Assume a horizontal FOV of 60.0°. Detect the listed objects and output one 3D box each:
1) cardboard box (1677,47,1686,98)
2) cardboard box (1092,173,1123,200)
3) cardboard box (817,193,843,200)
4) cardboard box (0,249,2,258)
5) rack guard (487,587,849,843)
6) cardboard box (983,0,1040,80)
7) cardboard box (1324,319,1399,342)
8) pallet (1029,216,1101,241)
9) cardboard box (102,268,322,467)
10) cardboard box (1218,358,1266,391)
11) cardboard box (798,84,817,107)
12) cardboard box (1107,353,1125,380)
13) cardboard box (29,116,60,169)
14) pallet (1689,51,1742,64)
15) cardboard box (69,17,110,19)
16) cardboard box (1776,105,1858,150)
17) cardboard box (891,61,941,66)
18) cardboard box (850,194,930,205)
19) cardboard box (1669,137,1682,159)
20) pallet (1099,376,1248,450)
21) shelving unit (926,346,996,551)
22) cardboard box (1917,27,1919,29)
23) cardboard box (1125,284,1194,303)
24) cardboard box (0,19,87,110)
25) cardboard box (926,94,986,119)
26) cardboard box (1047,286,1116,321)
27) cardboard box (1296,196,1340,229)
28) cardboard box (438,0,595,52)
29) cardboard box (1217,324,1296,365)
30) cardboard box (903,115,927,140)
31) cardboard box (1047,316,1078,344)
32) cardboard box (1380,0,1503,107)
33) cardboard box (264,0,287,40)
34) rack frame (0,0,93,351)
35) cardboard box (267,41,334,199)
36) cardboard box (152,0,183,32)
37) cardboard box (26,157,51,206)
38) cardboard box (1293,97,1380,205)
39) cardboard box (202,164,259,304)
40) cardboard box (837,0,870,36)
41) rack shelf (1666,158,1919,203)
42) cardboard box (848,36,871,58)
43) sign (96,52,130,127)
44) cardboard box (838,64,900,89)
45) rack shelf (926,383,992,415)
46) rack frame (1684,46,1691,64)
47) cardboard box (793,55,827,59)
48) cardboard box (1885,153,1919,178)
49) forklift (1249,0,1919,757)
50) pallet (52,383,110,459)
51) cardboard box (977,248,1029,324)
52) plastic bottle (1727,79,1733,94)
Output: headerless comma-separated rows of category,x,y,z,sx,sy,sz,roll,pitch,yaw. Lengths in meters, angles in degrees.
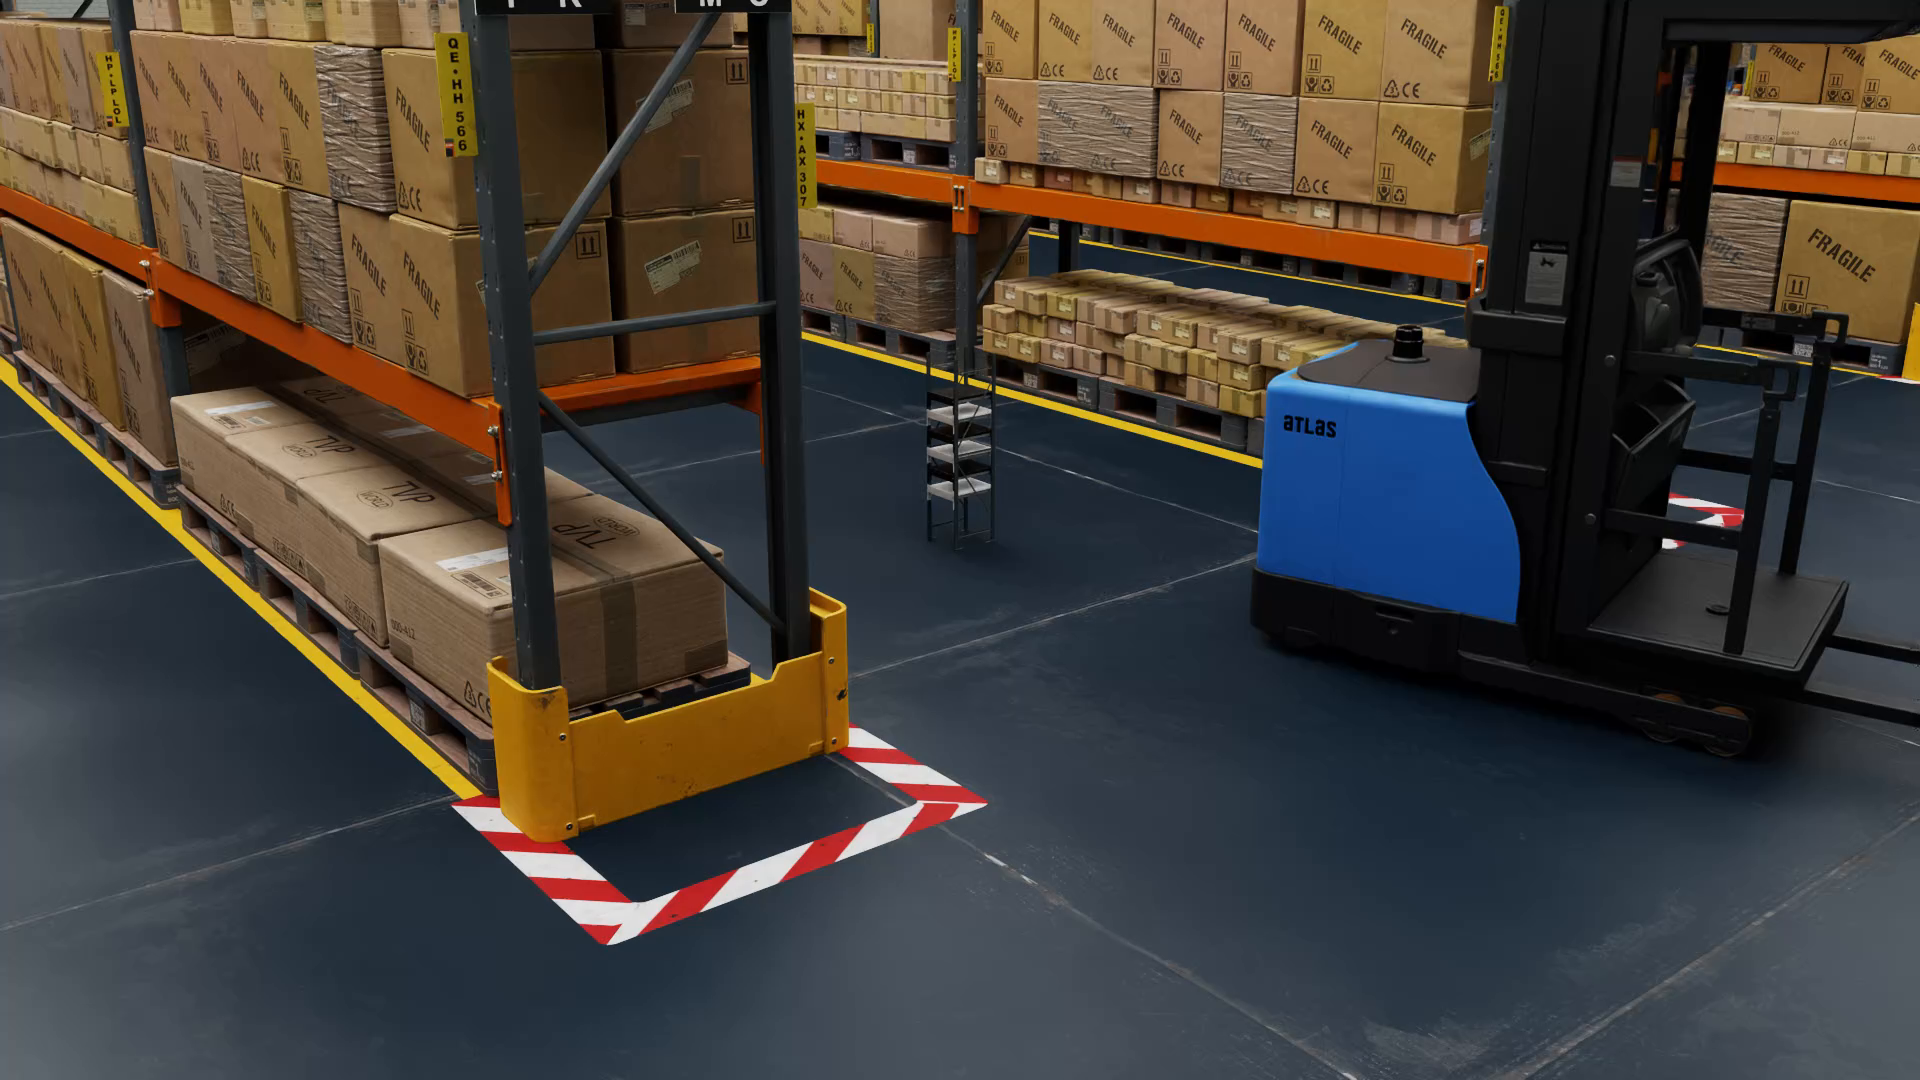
cardboard box,5.073,-3.580,12.476,0.500,0.500,0.500,-15,23,-38
cardboard box,1.013,-2.129,9.919,0.380,0.149,0.250,-13,23,-35
cardboard box,-1.234,-2.517,12.808,0.500,0.250,0.500,-14,23,-36
cardboard box,-7.176,-2.085,12.901,0.950,0.372,0.625,-13,22,-34
rack guard,-0.920,0.540,5.437,1.175,0.500,0.348,-14,23,-36
cardboard box,0.488,-3.134,10.332,0.500,0.500,0.500,-13,23,-35
cardboard box,2.283,-1.144,9.467,0.380,0.149,0.250,-15,24,-39
pallet,1.382,-3.427,17.877,1.003,0.211,1.213,-14,23,-36
cardboard box,-3.866,-0.966,8.721,0.875,0.875,0.875,-13,22,-34
cardboard box,1.675,-0.958,9.378,0.380,0.149,0.250,-14,23,-35
cardboard box,-0.971,-3.295,12.301,0.380,0.149,0.250,-13,22,-34
cardboard box,1.125,-1.094,10.262,0.380,0.149,0.250,-15,24,-38
cardboard box,-4.857,-2.237,9.289,0.500,0.250,0.500,-13,23,-35
pallet,12.254,-7.847,27.094,1.003,0.211,1.213,-14,23,-36
cardboard box,-5.376,-3.070,10.612,0.500,0.500,0.500,-15,23,-38
cardboard box,6.010,-2.850,11.462,0.500,0.250,0.500,-14,23,-37
cardboard box,-0.289,-3.497,12.437,0.380,0.149,0.250,-13,22,-34
cardboard box,-0.499,-2.489,12.723,0.500,0.250,0.500,-13,22,-34
cardboard box,5.405,-2.868,12.151,0.380,0.149,0.250,-13,23,-35
pallet,1.605,-0.846,10.082,1.003,0.211,1.213,-14,23,-36
shelving unit,0.005,-0.425,7.715,0.258,0.900,0.210,-14,23,-36
cardboard box,14.241,-7.234,24.272,0.500,0.500,0.500,-14,23,-36
cardboard box,1.274,-1.527,10.622,0.380,0.149,0.250,-13,22,-34
cardboard box,-5.472,-2.857,9.968,0.500,0.500,0.500,-14,23,-36
cardboard box,-0.003,-2.910,11.138,0.380,0.149,0.250,-13,22,-34
cardboard box,0.771,-1.500,10.542,0.380,0.149,0.250,-14,23,-37
cardboard box,1.989,-1.735,8.731,0.380,0.149,0.250,-13,22,-35
cardboard box,-1.315,-1.532,4.936,0.380,0.149,0.250,-14,23,-35
cardboard box,1.662,-1.097,9.324,0.380,0.149,0.250,-13,22,-34
cardboard box,-0.165,-2.833,11.377,0.380,0.149,0.250,-14,23,-36
cardboard box,0.780,-1.367,10.613,0.380,0.149,0.250,-14,23,-36
cardboard box,2.403,-2.371,8.029,0.500,0.500,0.500,-15,23,-37
cardboard box,-2.298,-1.904,6.060,0.380,0.149,0.250,-13,22,-34
rack frame,-5.902,-2.624,11.015,1.000,3.000,0.127,-14,23,-36
cardboard box,-2.073,-1.493,5.849,0.500,0.500,0.500,-14,23,-36
cardboard box,-3.254,-2.280,7.195,0.380,0.149,0.250,-14,23,-35
cardboard box,-5.142,-2.130,9.761,0.500,0.250,0.500,-13,22,-34
cardboard box,2.086,-2.021,8.561,0.500,0.500,0.500,-14,23,-37
cardboard box,-2.720,-1.271,6.769,0.500,0.500,0.500,-14,23,-36
cardboard box,-1.113,-6.264,19.786,0.500,0.500,0.500,-14,23,-36
rack shelf,5.591,-2.738,12.504,1.077,0.370,4.000,-14,23,-36
cardboard box,-0.848,-5.855,20.142,0.875,0.500,0.500,-14,23,-36
sign,-3.838,-2.042,7.542,0.100,0.325,0.005,-14,23,-36
cardboard box,-0.643,-3.309,11.868,0.380,0.149,0.250,-15,23,-38
rack shelf,0.005,-0.650,7.641,0.258,0.077,0.200,-14,23,-36
rack frame,9.634,-6.491,22.692,1.000,3.000,0.127,-14,23,-36
cardboard box,-1.267,-3.884,13.605,0.380,0.149,0.250,-14,23,-37
cardboard box,6.354,-2.491,11.013,0.380,0.149,0.250,-13,23,-35
forklift,2.656,-0.846,5.755,3.031,2.935,1.130,12,22,33
pallet,-4.719,-0.791,9.915,1.003,0.211,1.213,-14,23,-36
cardboard box,0.148,-1.876,12.065,0.500,0.500,0.500,-13,22,-34
plastic bottle,8.110,-4.733,17.590,0.097,0.271,0.097,0,18,0
